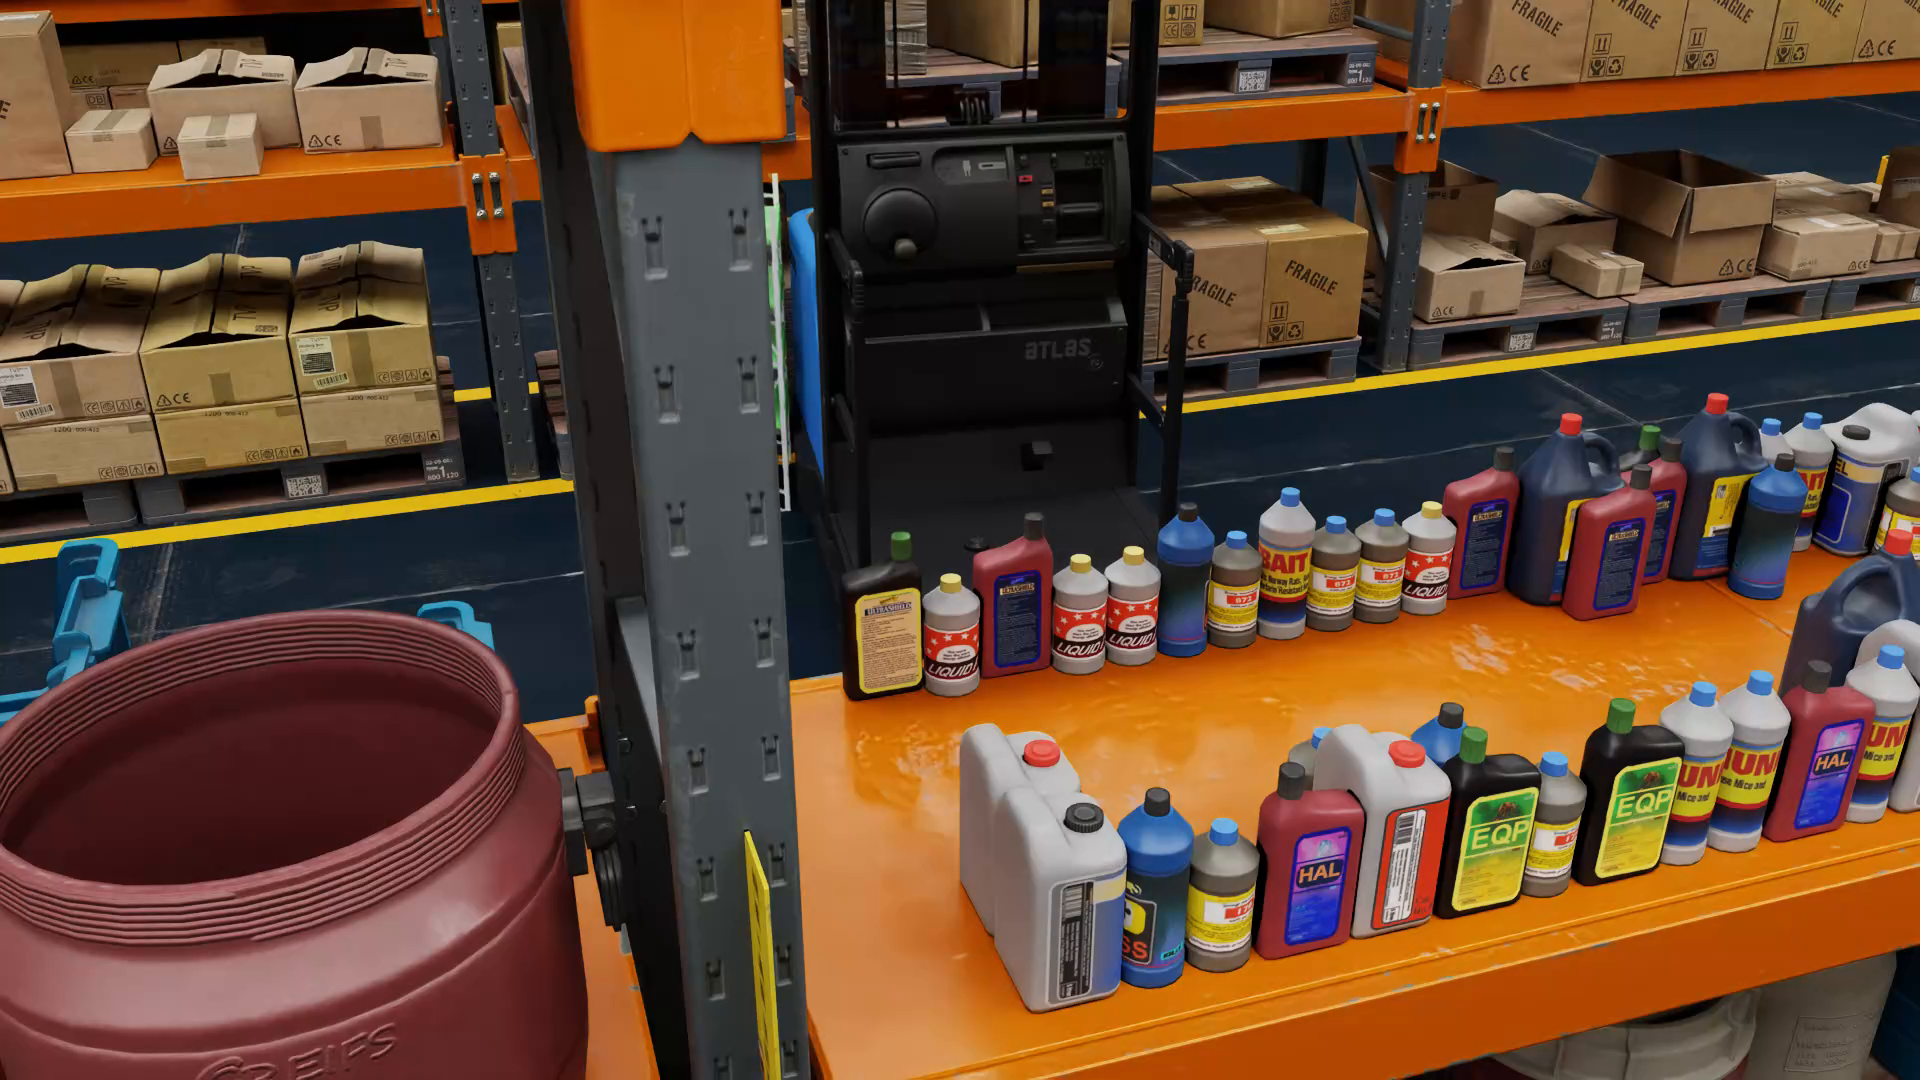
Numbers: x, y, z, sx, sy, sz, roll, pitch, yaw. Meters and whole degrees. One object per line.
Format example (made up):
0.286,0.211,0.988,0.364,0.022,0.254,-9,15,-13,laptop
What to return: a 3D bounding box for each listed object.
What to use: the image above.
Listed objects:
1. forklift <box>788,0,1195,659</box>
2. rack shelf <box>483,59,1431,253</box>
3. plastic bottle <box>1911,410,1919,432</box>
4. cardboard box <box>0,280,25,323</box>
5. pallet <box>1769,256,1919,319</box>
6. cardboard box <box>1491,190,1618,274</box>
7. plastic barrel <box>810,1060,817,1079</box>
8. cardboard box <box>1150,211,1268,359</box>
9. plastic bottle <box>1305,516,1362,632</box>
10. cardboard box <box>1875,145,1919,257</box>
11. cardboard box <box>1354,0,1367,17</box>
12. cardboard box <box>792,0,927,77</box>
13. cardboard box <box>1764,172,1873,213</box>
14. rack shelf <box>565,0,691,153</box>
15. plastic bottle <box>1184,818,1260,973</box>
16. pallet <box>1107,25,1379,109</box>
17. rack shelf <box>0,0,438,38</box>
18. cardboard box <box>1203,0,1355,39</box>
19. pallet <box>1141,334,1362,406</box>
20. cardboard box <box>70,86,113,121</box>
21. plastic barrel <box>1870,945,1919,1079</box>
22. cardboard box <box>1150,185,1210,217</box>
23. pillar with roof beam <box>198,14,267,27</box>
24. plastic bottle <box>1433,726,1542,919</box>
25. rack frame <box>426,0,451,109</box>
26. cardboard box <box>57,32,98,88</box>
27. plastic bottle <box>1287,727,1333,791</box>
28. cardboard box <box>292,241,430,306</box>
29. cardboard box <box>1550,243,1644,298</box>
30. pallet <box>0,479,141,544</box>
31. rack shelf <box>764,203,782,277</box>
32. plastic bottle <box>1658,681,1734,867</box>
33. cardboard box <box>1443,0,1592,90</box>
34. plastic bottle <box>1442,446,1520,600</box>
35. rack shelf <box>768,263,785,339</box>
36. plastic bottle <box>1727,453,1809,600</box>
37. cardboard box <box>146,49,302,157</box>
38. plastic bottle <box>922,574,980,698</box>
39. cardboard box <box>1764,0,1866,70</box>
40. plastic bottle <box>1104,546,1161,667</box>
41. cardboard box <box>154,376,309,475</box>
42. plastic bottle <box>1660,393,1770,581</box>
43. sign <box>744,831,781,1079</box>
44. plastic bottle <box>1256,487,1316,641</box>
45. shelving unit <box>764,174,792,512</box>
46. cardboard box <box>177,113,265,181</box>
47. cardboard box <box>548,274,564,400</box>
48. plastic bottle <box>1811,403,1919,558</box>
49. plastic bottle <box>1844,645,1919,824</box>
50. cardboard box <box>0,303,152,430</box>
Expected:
0.129,-1.041,5.050,1.130,2.935,3.031,-5,27,-11,forklift
-0.012,-1.739,7.190,4.000,0.370,1.077,-8,28,-16,rack shelf
1.982,-0.157,3.331,0.135,0.276,0.152,-8,28,-16,plastic bottle
-3.974,-0.830,6.537,0.500,0.311,0.500,-9,28,-17,cardboard box
4.863,-1.518,9.071,1.213,0.211,1.003,-8,28,-16,pallet
3.057,-1.631,8.692,0.500,0.311,0.500,-8,28,-16,cardboard box
0.077,1.018,2.795,0.708,0.830,0.600,-8,28,-16,plastic barrel
1.037,-1.161,7.531,0.500,0.500,0.500,-8,28,-16,cardboard box
0.667,0.054,2.990,0.097,0.201,0.097,0,26,0,plastic bottle
5.253,-1.786,8.791,0.500,0.500,0.500,-8,28,-16,cardboard box
3.213,-4.072,12.688,0.250,0.149,0.380,-7,27,-15,cardboard box
-0.421,-2.199,6.721,0.500,0.500,0.700,-3,27,-6,cardboard box
4.613,-1.830,9.159,0.500,0.250,0.500,-8,28,-16,cardboard box
-2.285,-0.437,1.193,4.000,0.370,1.077,-8,28,-16,rack shelf
0.340,0.457,2.180,0.097,0.201,0.097,0,26,0,plastic bottle
1.096,-2.187,7.498,1.213,0.211,1.003,-8,28,-16,pallet
-5.353,-3.283,10.298,4.000,0.370,1.077,-8,28,-16,rack shelf
1.370,-2.599,7.528,0.500,0.500,0.700,-19,32,-33,cardboard box
1.128,-0.960,7.947,1.213,0.211,1.003,-8,28,-16,pallet
-5.586,-2.661,10.553,0.500,0.500,0.700,-8,27,-16,cardboard box
2.224,0.675,3.405,0.708,0.901,0.600,-8,28,-16,plastic barrel
0.851,-1.373,7.958,0.500,0.500,0.500,-8,27,-15,cardboard box
-3.622,-4.934,6.068,0.400,9.000,9.100,-8,28,-16,pillar with roof beam
0.710,0.375,2.252,0.133,0.283,0.061,-8,28,-16,plastic bottle
-3.451,-3.880,10.693,0.127,3.000,1.000,-8,28,-16,rack frame
-5.648,-2.986,10.365,0.500,0.250,0.500,-9,28,-18,cardboard box
0.512,0.361,2.373,0.097,0.201,0.097,0,26,0,plastic bottle
-2.502,-1.046,6.973,0.500,0.311,0.500,-7,27,-14,cardboard box
3.175,-1.355,8.297,0.250,0.166,0.380,-8,28,-16,cardboard box
-3.866,-0.274,6.565,1.213,0.211,1.003,-8,28,-16,pallet
-0.800,-1.127,6.235,0.258,0.148,0.480,-2,26,-4,rack shelf
1.033,0.325,2.367,0.097,0.271,0.097,0,26,0,plastic bottle
2.459,-2.337,7.471,0.500,0.500,0.500,-8,27,-15,cardboard box
0.956,-0.033,3.074,0.133,0.283,0.061,-8,28,-16,plastic bottle
-0.800,-0.912,6.342,0.258,0.148,0.480,-2,26,-4,rack shelf
1.502,-0.030,3.083,0.097,0.271,0.097,0,26,0,plastic bottle
-2.824,-1.705,6.411,0.500,0.311,0.500,-9,28,-17,cardboard box
-0.015,0.153,2.791,0.097,0.201,0.097,0,26,0,plastic bottle
3.904,-2.547,7.895,0.500,0.500,0.500,-9,28,-17,cardboard box
0.297,0.108,2.882,0.097,0.201,0.097,0,26,0,plastic bottle
-2.827,-0.495,6.493,0.500,0.250,0.500,-9,28,-17,cardboard box
1.423,-0.111,3.156,0.185,0.351,0.144,-8,28,-16,plastic bottle
-0.206,0.467,1.752,0.005,0.325,0.100,-8,28,-16,sign
0.574,0.037,2.948,0.097,0.271,0.097,0,26,0,plastic bottle
-0.800,-0.754,6.420,0.258,1.200,0.503,-2,26,-4,shelving unit
-2.683,-1.433,6.046,0.250,0.149,0.380,-8,28,-16,cardboard box
-1.392,-0.806,6.816,0.500,0.500,0.500,-7,27,-14,cardboard box
1.761,-0.125,3.267,0.135,0.276,0.152,-8,28,-16,plastic bottle
1.345,0.280,2.458,0.097,0.271,0.097,0,26,0,plastic bottle
-3.308,-0.675,6.226,0.500,0.311,0.500,-8,28,-16,cardboard box
